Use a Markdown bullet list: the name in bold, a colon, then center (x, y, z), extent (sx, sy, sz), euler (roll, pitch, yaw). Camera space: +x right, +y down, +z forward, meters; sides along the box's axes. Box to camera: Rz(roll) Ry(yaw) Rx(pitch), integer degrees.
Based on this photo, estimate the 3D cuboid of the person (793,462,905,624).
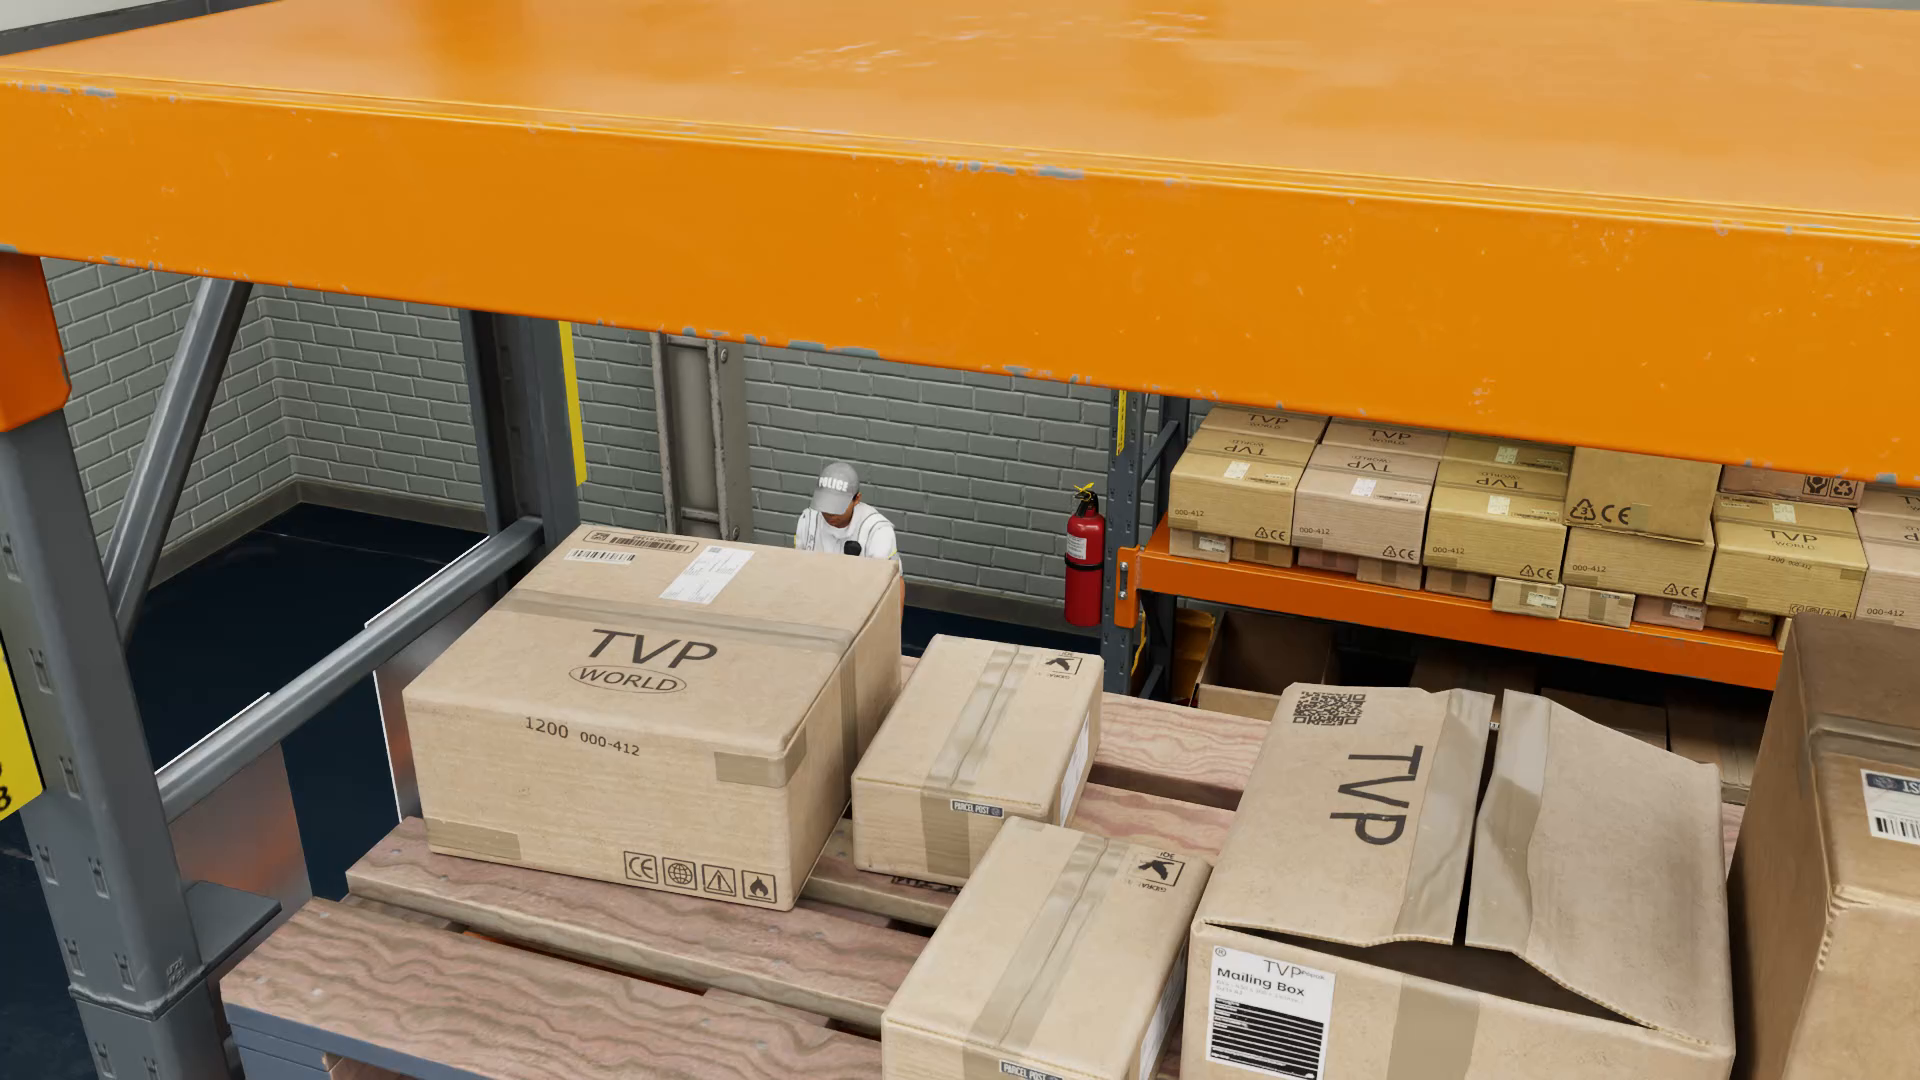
- **person**: center (-0.509, 0.409, 7.262), extent (0.537, 1.665, 0.470), euler (9, 27, 17)
